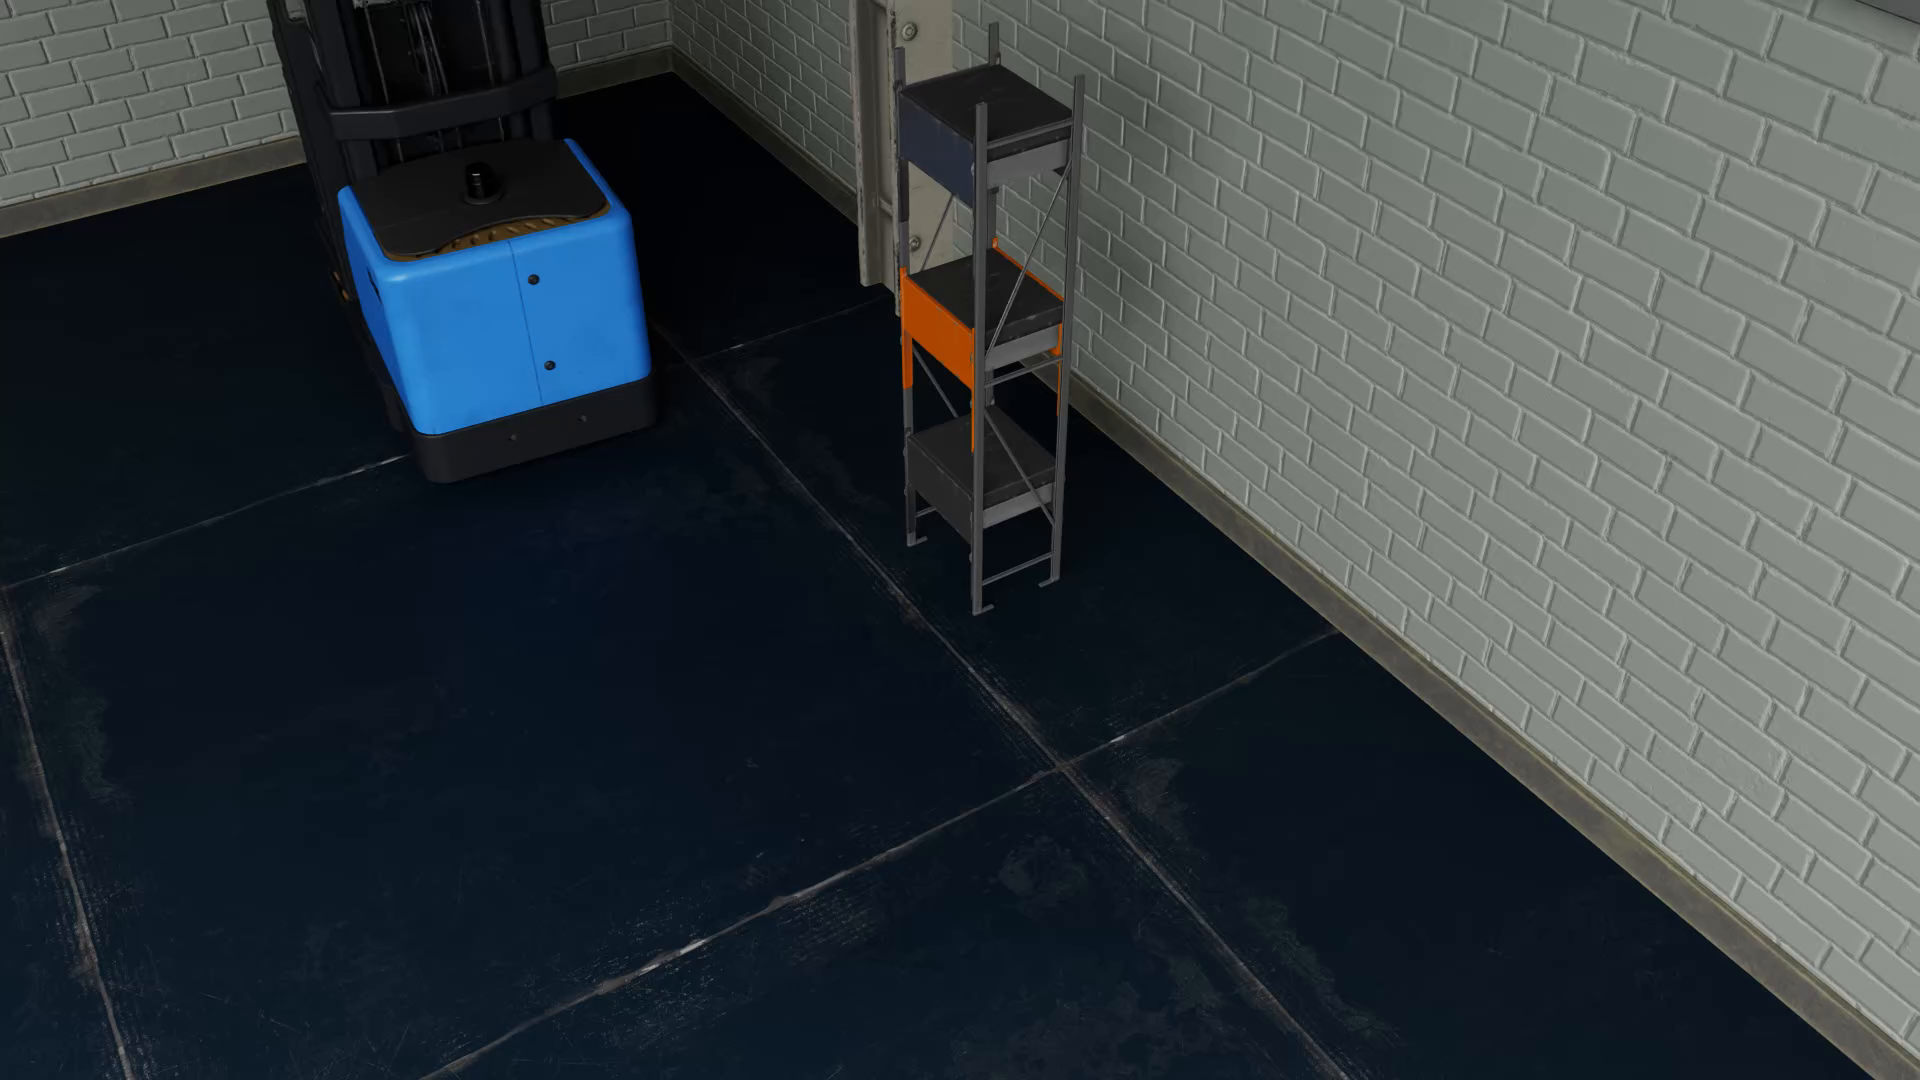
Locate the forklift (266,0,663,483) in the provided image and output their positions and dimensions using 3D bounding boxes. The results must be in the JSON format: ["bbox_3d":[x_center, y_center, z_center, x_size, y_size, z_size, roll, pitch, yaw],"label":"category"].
[{"bbox_3d":[-2.432,-2.297,7.217,1.130,2.935,3.031,-18,43,-21],"label":"forklift"}]

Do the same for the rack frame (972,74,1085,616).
[{"bbox_3d":[0.220,-0.586,5.813,0.400,2.100,0.015,-22,45,-24],"label":"rack frame"}]

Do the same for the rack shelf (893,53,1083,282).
[{"bbox_3d":[0.089,-1.245,5.531,0.431,0.518,0.480,-22,45,-24],"label":"rack shelf"}]

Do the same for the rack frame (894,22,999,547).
[{"bbox_3d":[-0.042,-0.849,6.129,0.400,2.100,0.015,-22,45,-24],"label":"rack frame"}]

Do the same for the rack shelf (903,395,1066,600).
[{"bbox_3d":[0.089,-0.169,6.427,0.431,0.518,0.480,-22,45,-24],"label":"rack shelf"}]

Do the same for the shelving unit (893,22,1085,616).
[{"bbox_3d":[0.089,-0.717,5.971,0.431,2.100,0.503,-22,45,-24],"label":"shelving unit"}]

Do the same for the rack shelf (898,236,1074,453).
[{"bbox_3d":[0.089,-0.707,5.979,0.431,0.518,0.480,-22,45,-24],"label":"rack shelf"}]

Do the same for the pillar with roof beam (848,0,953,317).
[{"bbox_3d":[-3.894,-3.209,3.572,9.100,9.000,0.400,-22,45,-24],"label":"pillar with roof beam"}]
